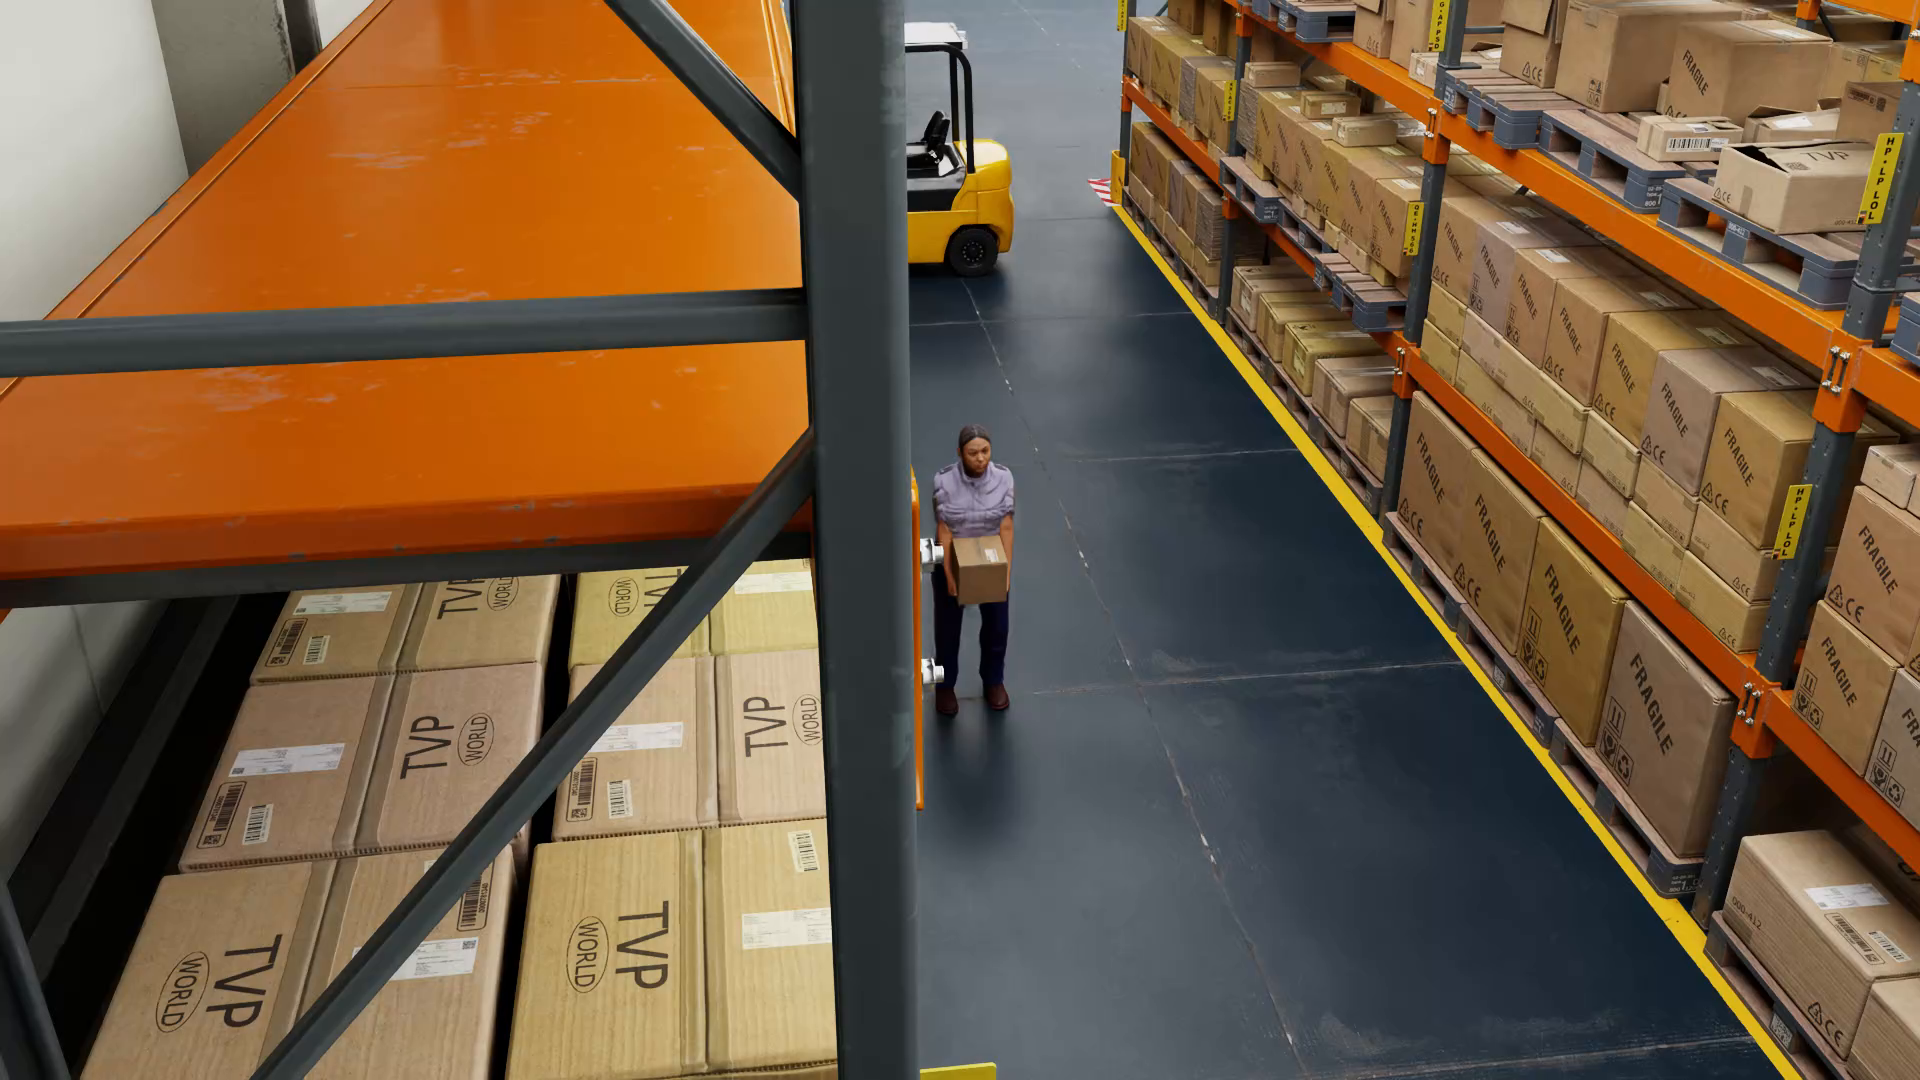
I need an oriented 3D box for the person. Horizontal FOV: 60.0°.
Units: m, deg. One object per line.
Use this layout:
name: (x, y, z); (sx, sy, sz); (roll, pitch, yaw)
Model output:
person: (0.071, 0.145, 8.832); (0.563, 1.638, 0.333); (-5, 28, -10)
